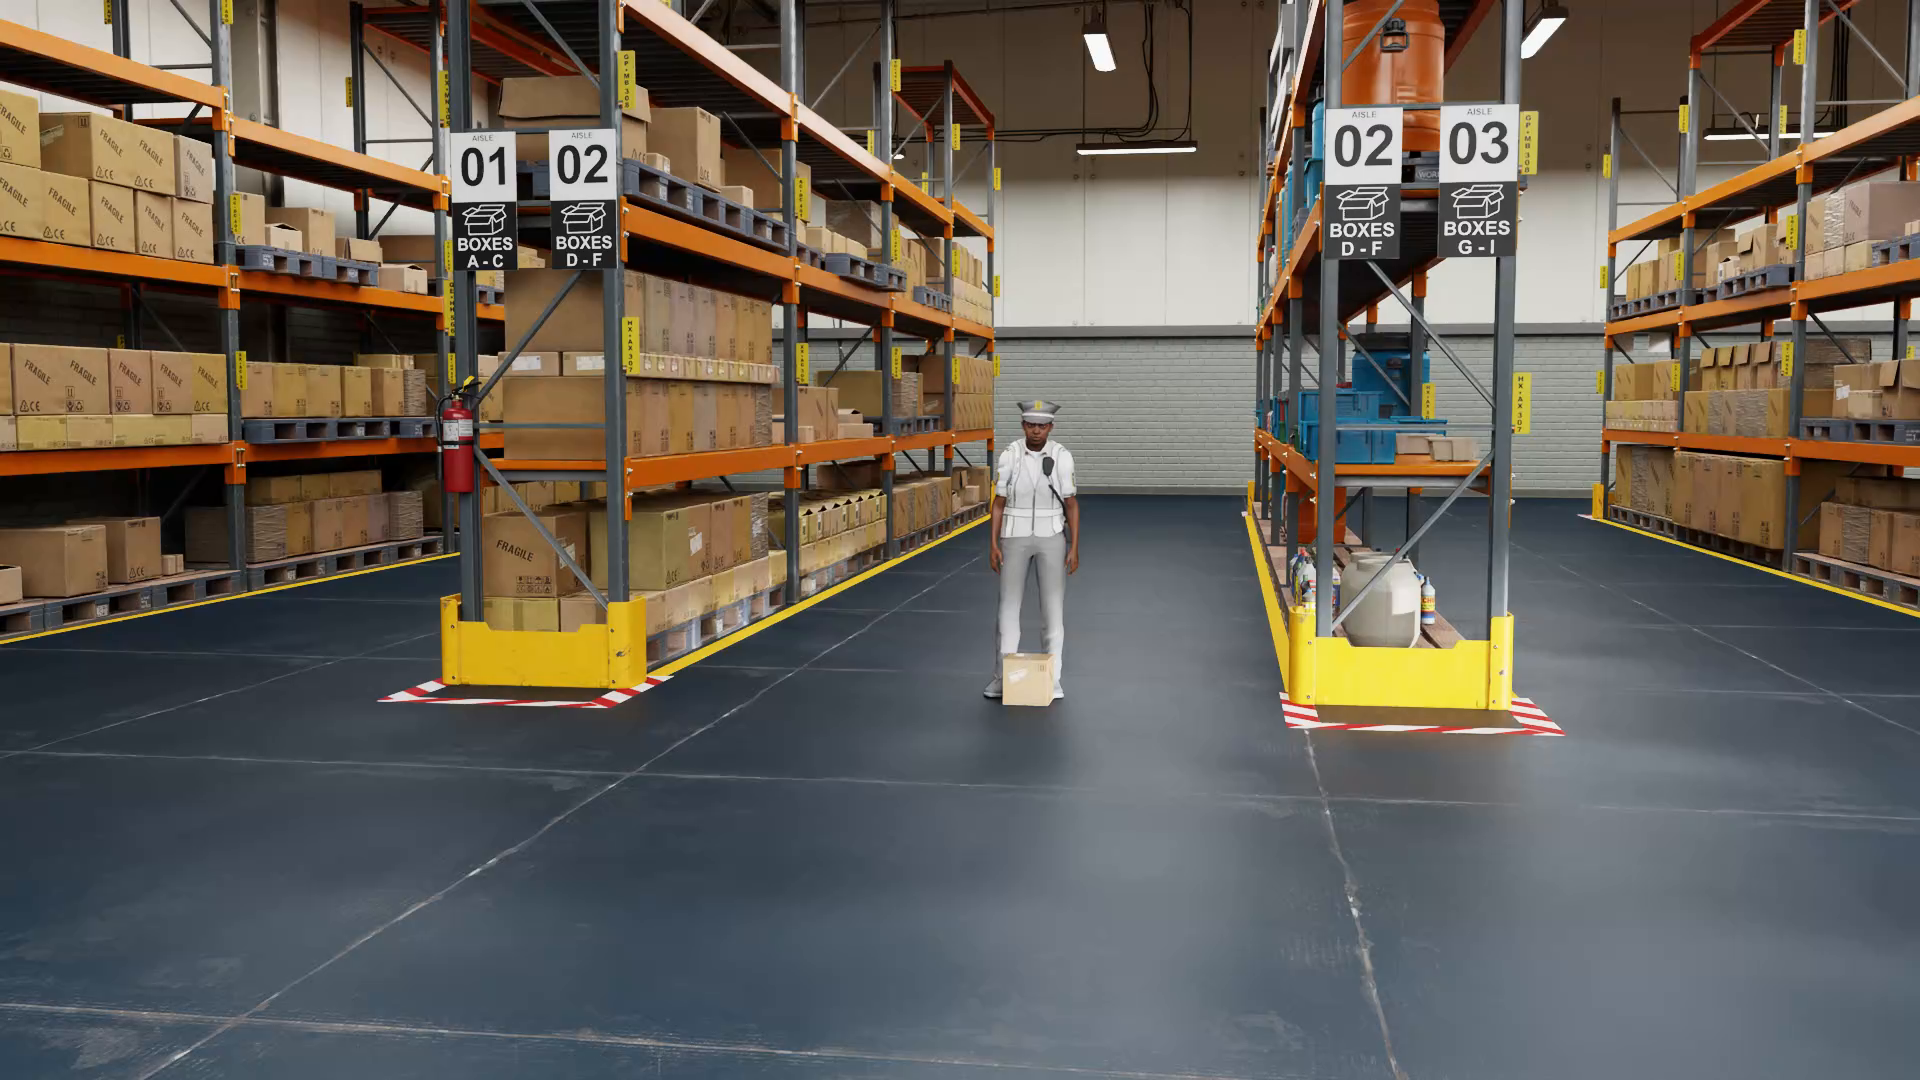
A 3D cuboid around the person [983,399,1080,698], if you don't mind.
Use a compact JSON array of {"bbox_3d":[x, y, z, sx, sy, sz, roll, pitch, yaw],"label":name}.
[{"bbox_3d":[0.405,0.044,9.326,0.529,1.663,0.392,0,5,6],"label":"person"}]
